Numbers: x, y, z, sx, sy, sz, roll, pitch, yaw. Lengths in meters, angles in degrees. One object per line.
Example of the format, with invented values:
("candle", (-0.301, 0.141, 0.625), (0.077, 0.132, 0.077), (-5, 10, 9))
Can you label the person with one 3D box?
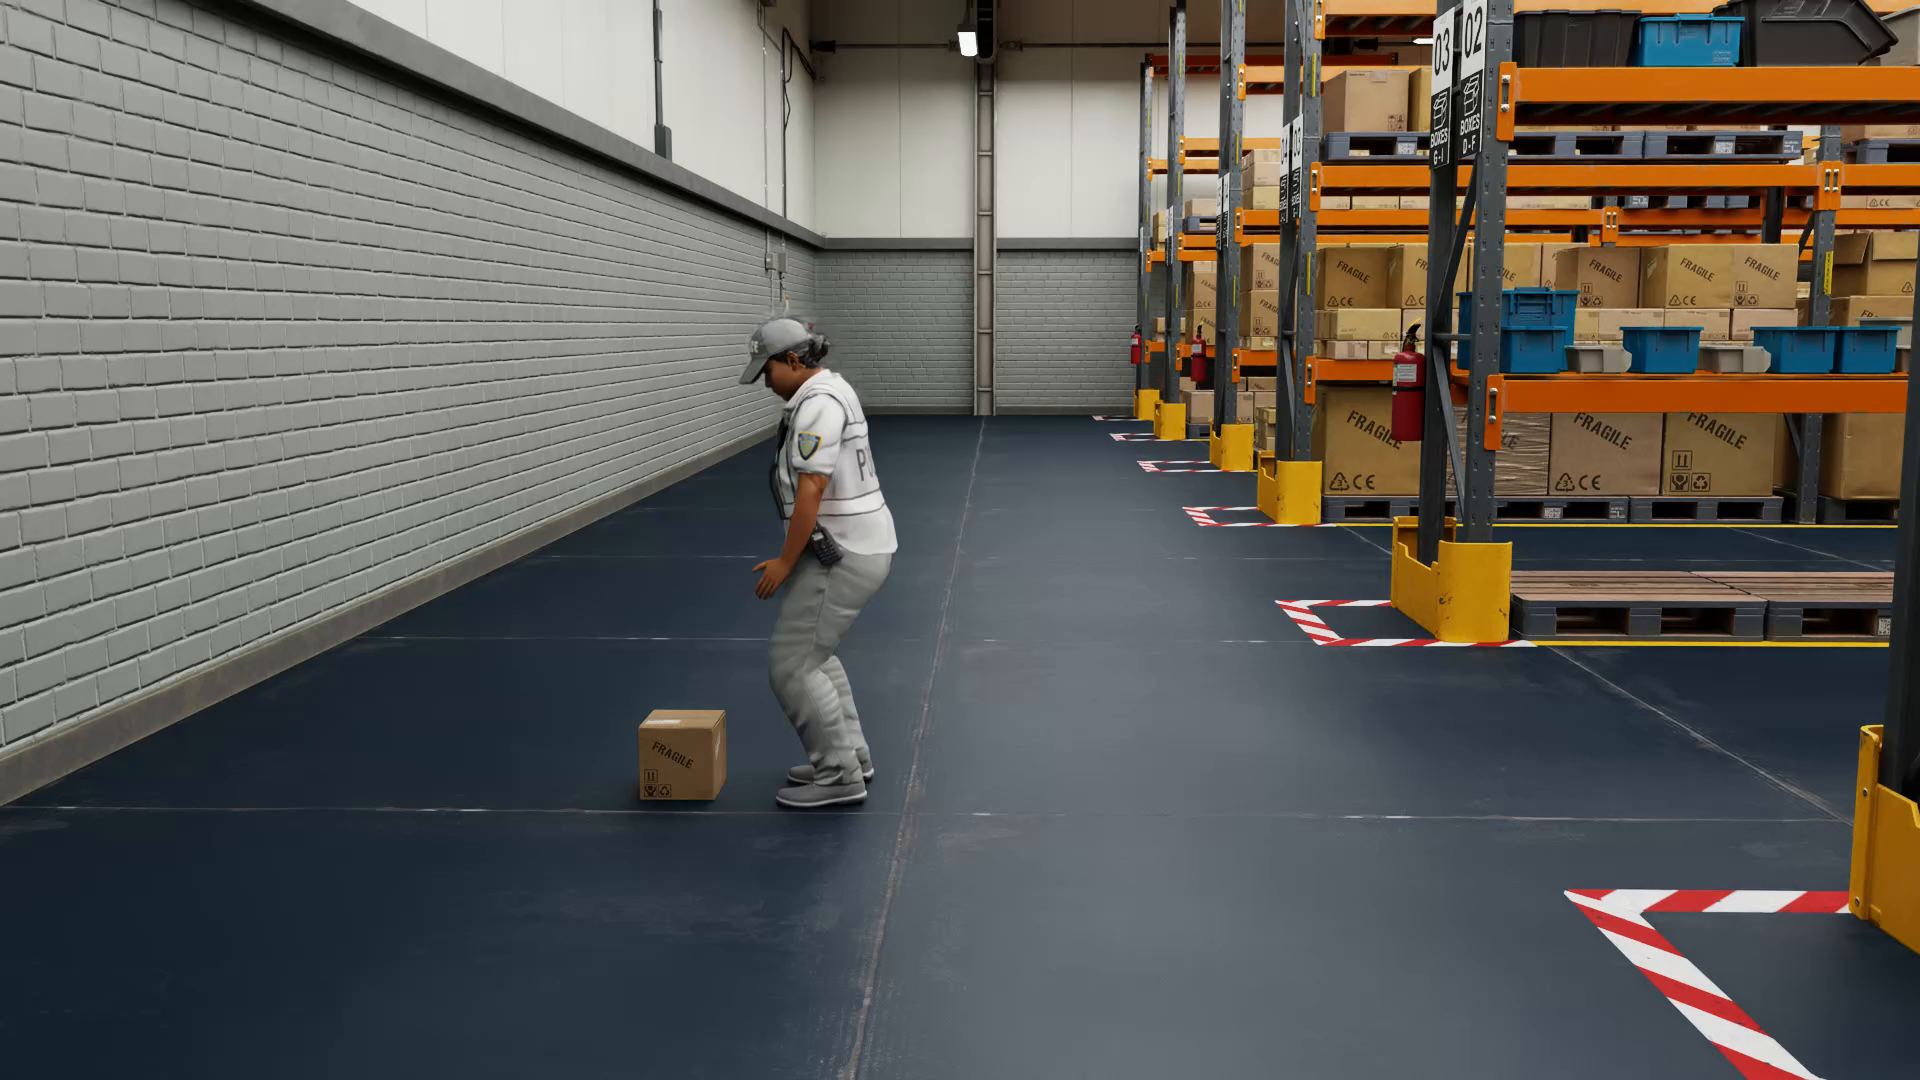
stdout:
("person", (-0.468, 0.073, 5.513), (0.513, 1.600, 0.504), (0, 7, 3))
